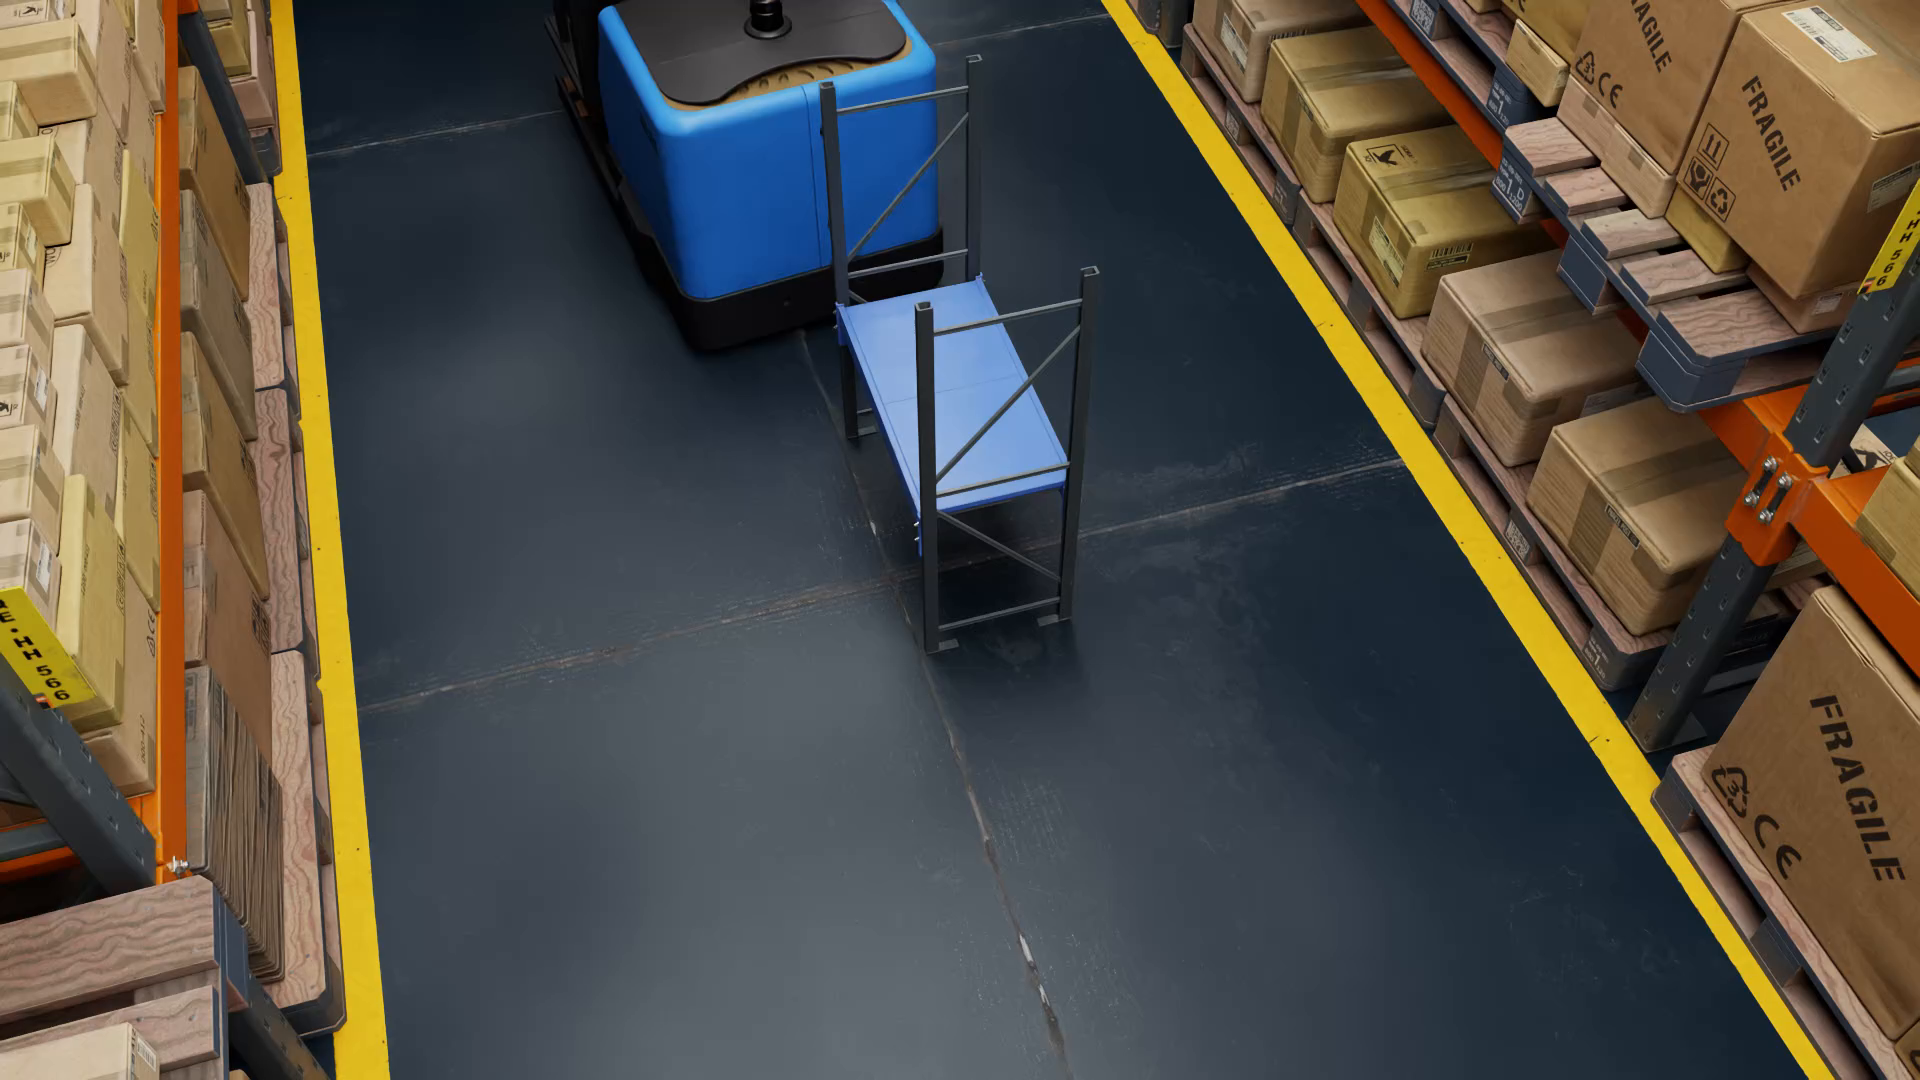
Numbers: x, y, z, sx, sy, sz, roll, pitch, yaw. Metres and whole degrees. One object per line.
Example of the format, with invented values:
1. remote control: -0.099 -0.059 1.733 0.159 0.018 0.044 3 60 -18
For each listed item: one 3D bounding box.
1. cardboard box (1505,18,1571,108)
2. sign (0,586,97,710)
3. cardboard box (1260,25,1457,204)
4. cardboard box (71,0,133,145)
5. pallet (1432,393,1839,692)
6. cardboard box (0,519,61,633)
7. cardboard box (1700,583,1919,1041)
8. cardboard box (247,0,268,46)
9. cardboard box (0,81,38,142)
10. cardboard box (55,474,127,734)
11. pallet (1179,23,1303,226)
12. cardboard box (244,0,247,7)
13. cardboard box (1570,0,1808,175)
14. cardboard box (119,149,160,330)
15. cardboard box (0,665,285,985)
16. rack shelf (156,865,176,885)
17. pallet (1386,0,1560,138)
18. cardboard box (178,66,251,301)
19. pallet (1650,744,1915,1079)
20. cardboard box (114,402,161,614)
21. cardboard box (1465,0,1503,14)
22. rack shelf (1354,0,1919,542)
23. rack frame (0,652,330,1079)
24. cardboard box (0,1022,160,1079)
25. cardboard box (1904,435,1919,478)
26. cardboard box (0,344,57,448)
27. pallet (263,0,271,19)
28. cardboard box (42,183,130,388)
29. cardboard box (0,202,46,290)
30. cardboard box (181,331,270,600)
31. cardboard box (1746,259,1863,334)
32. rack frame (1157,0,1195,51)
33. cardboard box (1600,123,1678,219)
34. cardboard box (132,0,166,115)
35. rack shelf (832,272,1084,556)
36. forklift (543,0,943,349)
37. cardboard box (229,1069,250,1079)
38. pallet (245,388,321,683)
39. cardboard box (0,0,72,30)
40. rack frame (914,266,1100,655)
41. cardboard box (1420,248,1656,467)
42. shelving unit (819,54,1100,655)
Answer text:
1. cardboard box: 1.845 -1.431 4.884 0.380 0.149 0.250 -13 51 -10
2. sign: -1.631 0.194 2.919 0.100 0.325 0.005 -13 51 -11
3. cardboard box: 1.784 -1.757 6.713 0.950 0.372 0.625 -10 51 -9
4. cardboard box: -2.636 -1.313 4.666 0.500 0.250 0.500 -12 51 -10
5. pallet: 2.364 -0.126 5.718 1.003 0.211 1.213 -13 51 -11
6. cardboard box: -1.960 0.131 3.188 0.380 0.149 0.250 -12 51 -10
7. cardboard box: 2.719 0.619 4.381 0.875 0.875 0.875 -14 51 -11
8. cardboard box: -3.321 -2.295 7.246 0.500 0.250 0.500 -14 51 -12
9. cardboard box: -2.521 -0.978 4.123 0.380 0.149 0.250 -13 51 -11
10. cardboard box: -2.021 0.174 3.413 0.500 0.250 0.500 -13 51 -11
11. pallet: 1.643 -1.908 7.220 1.003 0.211 1.213 -13 51 -11
12. cardboard box: -3.329 -2.451 7.051 0.500 0.250 0.500 -14 51 -11
13. cardboard box: 2.030 -1.361 4.401 0.500 0.500 0.500 -14 51 -12
14. cardboard box: -2.499 -0.782 4.545 0.500 0.250 0.500 -12 51 -10
15. cardboard box: -2.318 0.843 4.356 0.875 0.625 0.625 -12 51 -10
16. rack shelf: -1.555 2.364 2.266 1.077 0.370 4.000 -13 51 -11
17. pallet: 1.969 -1.828 5.455 1.003 0.211 1.213 -13 51 -11
18. cardboard box: -3.165 -1.241 6.113 0.875 0.625 0.625 -11 51 -9
19. pallet: 2.755 1.038 4.737 1.003 0.211 1.213 -13 51 -11
20. cardboard box: -2.188 -0.028 3.910 0.500 0.250 0.500 -14 51 -12
21. cardboard box: 1.738 -1.808 5.202 0.380 0.149 0.250 -15 51 -12
22. rack shelf: 2.002 -1.682 5.677 1.077 0.370 4.000 -13 51 -11
23. rack frame: -2.144 0.671 3.223 0.949 2.616 0.053 -13 51 -11
24. cardboard box: -1.586 1.010 2.826 0.380 0.149 0.250 -12 51 -10
25. cardboard box: 2.508 -0.140 3.678 0.500 0.250 0.500 -14 51 -11
26. cardboard box: -2.140 -0.246 3.506 0.380 0.149 0.250 -12 51 -10
27. pallet: -3.889 -2.834 8.001 1.003 0.211 1.213 -13 51 -11
28. cardboard box: -2.329 -0.573 4.042 0.500 0.250 0.500 -14 51 -12
29. cardboard box: -2.333 -0.611 3.813 0.380 0.149 0.250 -13 51 -11
30. cardboard box: -2.718 -0.124 5.171 0.875 0.625 0.625 -15 52 -12
31. cardboard box: 2.272 -0.694 4.263 0.380 0.149 0.250 -12 51 -10
32. rack frame: 1.411 -3.375 6.633 1.000 3.000 0.127 -13 51 -11
33. cardboard box: 2.006 -1.047 4.561 0.380 0.149 0.250 -14 51 -11
34. cardboard box: -2.777 -1.527 5.173 0.500 0.250 0.500 -14 51 -11
35. rack shelf: -0.025 -0.430 5.367 0.538 0.185 1.000 -13 51 -11
36. forklift: -1.120 -2.811 6.203 1.130 2.935 3.031 -19 52 -15
37. cardboard box: -1.816 1.602 3.798 0.500 0.500 0.500 -12 51 -10
38. pallet: -2.710 0.071 5.552 1.003 0.211 1.213 -13 51 -11
39. cardboard box: -2.610 -1.365 4.450 0.380 0.149 0.250 -13 51 -11
40. rack frame: 0.125 -0.174 4.916 0.500 1.500 0.032 -13 51 -11
41. cardboard box: 2.210 -0.694 5.817 0.950 0.372 0.625 -14 51 -12
42. shelving unit: -0.025 -0.546 5.229 0.538 1.500 1.048 -13 51 -11
